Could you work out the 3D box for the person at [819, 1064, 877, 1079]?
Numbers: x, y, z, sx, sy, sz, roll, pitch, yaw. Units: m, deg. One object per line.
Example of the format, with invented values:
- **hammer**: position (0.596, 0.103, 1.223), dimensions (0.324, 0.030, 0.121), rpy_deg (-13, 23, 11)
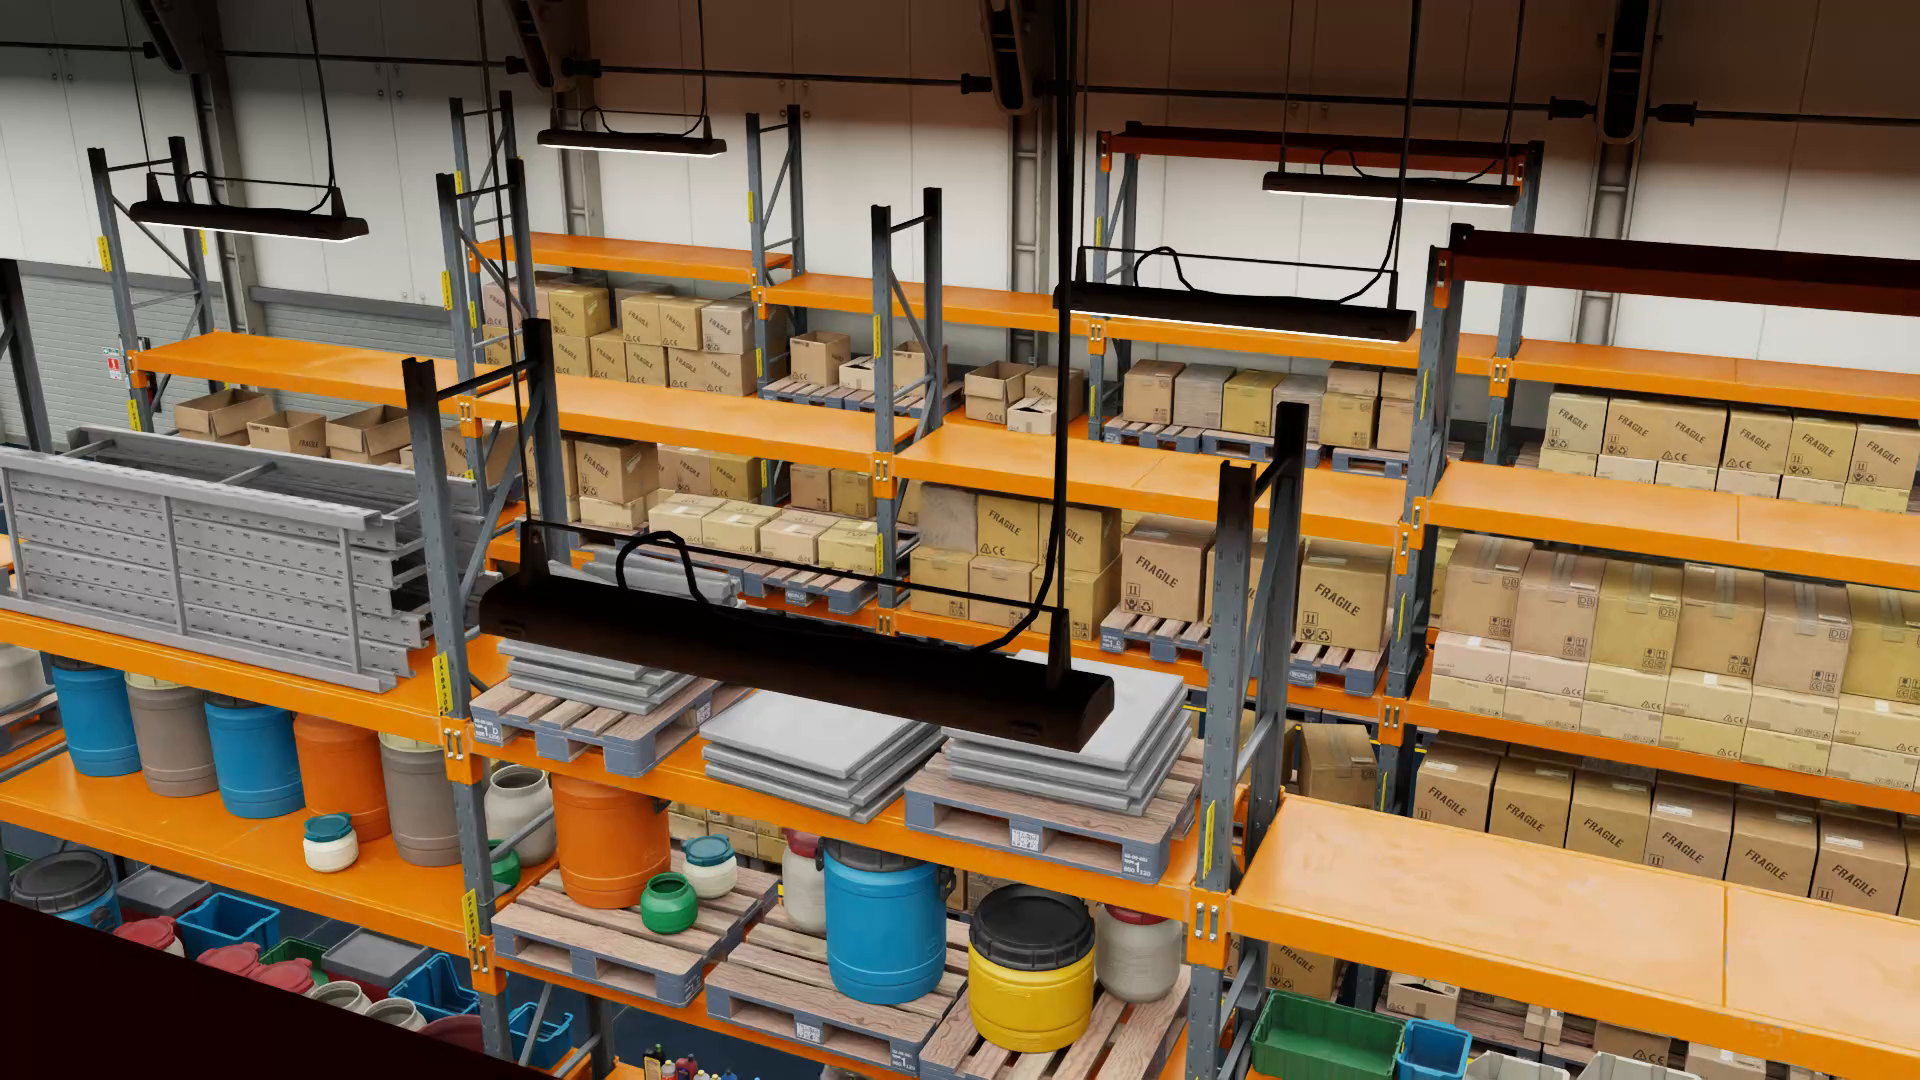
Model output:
- **person**: position (-0.676, 3.418, 11.198), dimensions (0.579, 1.688, 0.699), rpy_deg (12, 24, 30)
